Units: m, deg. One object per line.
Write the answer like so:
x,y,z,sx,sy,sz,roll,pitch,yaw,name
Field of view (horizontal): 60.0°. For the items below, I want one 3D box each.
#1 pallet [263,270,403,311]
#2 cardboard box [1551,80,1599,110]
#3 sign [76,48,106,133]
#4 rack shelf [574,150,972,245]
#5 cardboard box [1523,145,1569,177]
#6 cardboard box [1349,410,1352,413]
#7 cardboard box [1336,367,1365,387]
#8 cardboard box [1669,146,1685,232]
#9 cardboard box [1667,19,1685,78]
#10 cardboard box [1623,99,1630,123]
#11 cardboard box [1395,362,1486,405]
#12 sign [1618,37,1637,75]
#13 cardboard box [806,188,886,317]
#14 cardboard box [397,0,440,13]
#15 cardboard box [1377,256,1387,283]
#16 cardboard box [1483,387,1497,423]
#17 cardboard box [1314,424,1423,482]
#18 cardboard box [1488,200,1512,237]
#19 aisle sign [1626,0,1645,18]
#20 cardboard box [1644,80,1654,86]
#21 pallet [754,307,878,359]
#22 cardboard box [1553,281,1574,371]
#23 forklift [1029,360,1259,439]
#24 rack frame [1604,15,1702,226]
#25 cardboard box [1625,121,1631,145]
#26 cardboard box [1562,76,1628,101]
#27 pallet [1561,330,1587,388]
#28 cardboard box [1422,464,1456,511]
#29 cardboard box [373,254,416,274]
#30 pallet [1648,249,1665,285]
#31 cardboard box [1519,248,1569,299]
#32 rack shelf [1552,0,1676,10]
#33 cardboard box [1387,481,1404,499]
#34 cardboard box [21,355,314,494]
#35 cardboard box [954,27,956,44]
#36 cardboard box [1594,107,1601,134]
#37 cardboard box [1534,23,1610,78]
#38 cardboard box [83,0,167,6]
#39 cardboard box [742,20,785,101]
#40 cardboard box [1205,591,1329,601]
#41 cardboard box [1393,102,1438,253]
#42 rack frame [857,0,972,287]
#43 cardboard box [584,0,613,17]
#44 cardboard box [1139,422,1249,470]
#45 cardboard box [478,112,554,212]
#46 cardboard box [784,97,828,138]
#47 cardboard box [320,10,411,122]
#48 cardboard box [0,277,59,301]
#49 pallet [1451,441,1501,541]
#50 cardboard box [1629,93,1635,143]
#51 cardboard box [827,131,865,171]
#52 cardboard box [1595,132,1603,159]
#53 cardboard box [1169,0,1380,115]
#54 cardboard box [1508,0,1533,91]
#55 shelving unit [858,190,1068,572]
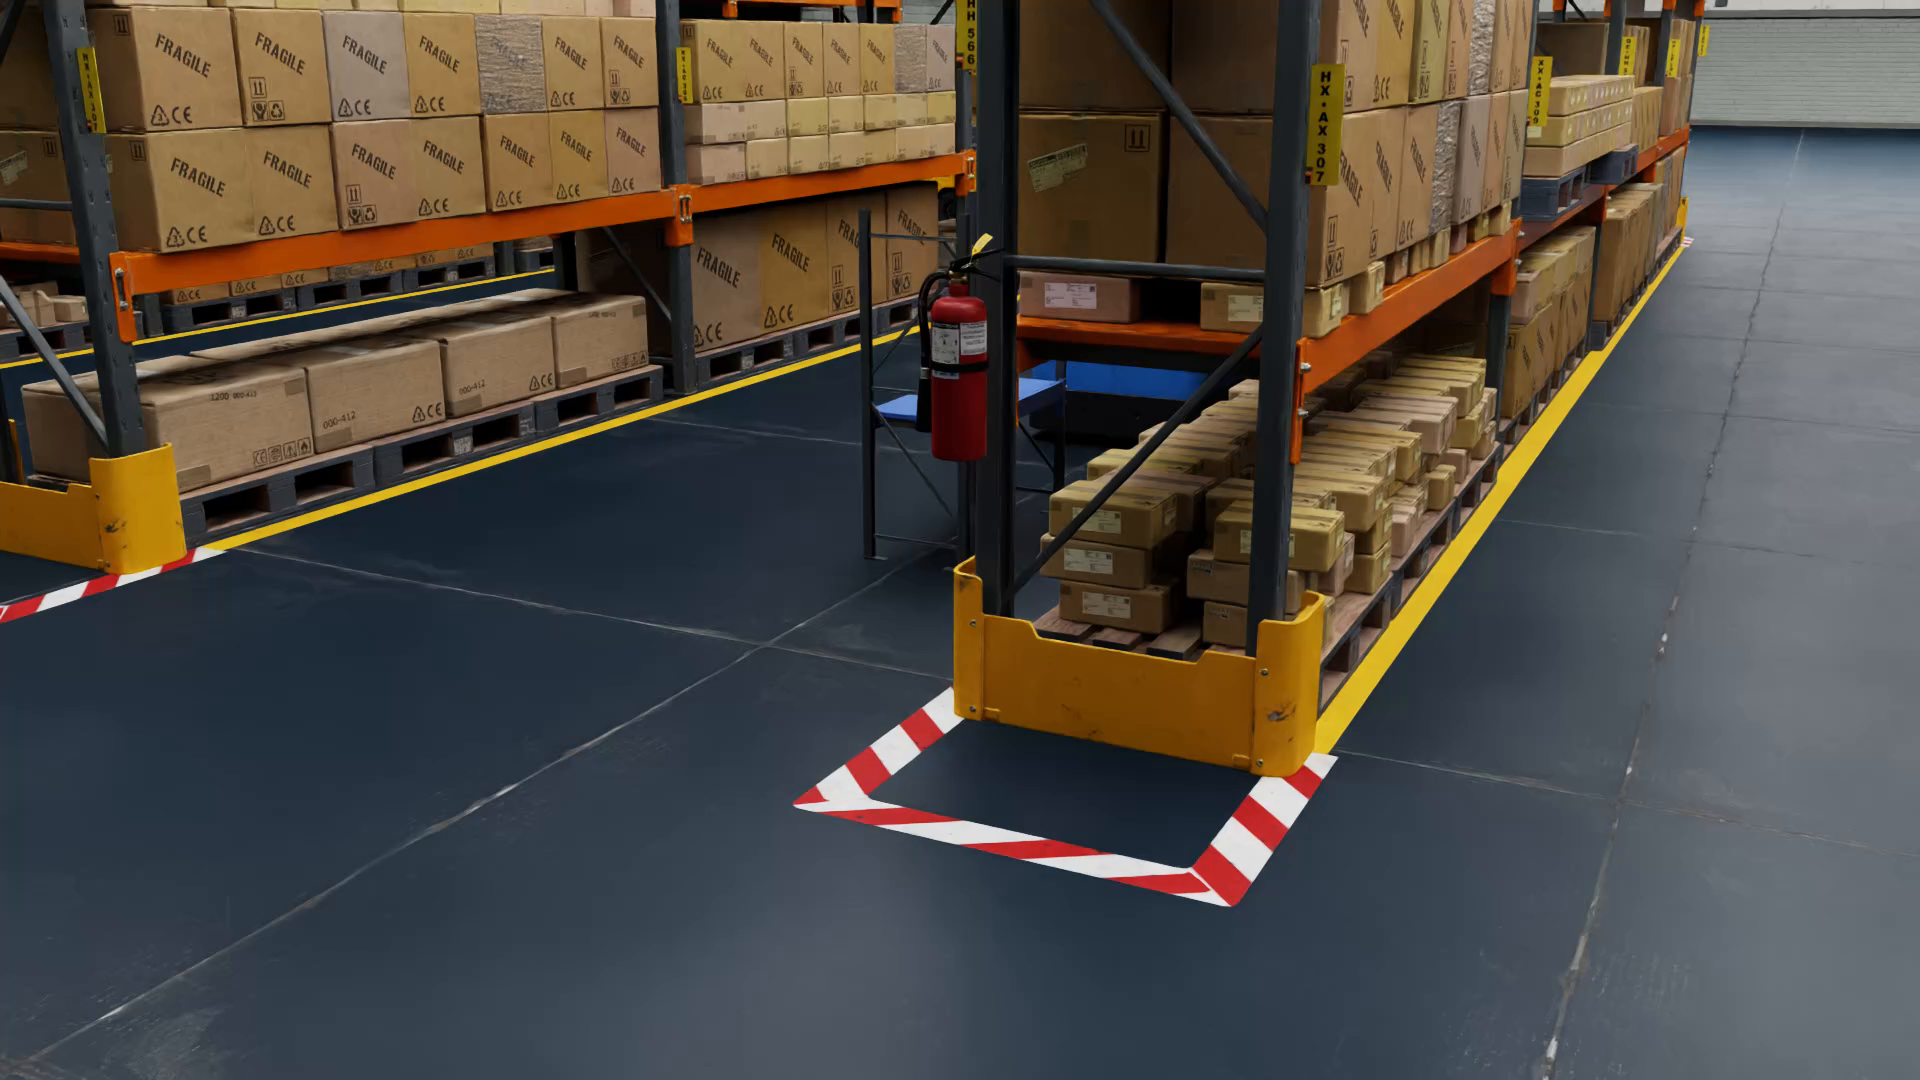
-5.732,-2.244,14.709,1.003,0.211,1.213,8,18,25,pallet
3.361,-2.496,9.317,0.380,0.149,0.250,8,18,25,cardboard box
-3.457,-1.788,6.618,0.100,0.325,0.005,8,18,25,sign
-1.270,-2.591,12.243,1.077,0.370,4.000,8,18,25,rack shelf
2.897,-1.945,8.508,0.380,0.149,0.250,7,18,23,cardboard box
1.629,-0.537,7.811,0.380,0.149,0.250,7,18,23,cardboard box
1.726,-0.748,7.997,0.380,0.149,0.250,8,18,25,cardboard box
7.428,-3.881,18.315,0.875,0.875,0.875,8,18,26,cardboard box
6.586,-4.814,16.305,0.875,0.550,0.550,8,18,25,cardboard box
4.166,-2.813,10.907,0.380,0.149,0.250,9,19,27,cardboard box
2.305,-0.748,8.000,0.380,0.149,0.250,8,18,26,cardboard box
4.587,-3.292,11.444,0.100,0.325,0.005,8,18,25,sign
-1.162,-2.236,12.778,0.875,0.875,0.875,8,18,26,cardboard box
-2.814,-2.691,8.244,0.380,0.149,0.250,8,18,24,cardboard box
1.342,-1.005,6.081,0.380,0.149,0.250,8,18,25,cardboard box
2.454,-0.679,8.289,0.380,0.149,0.250,9,19,26,cardboard box
1.631,-0.351,6.664,0.380,0.149,0.250,8,19,26,cardboard box
2.374,-1.520,7.815,0.380,0.149,0.250,8,18,24,cardboard box
7.435,-6.181,18.502,0.394,0.787,0.004,8,18,25,aisle sign
6.039,-4.027,15.552,0.875,0.550,0.550,8,18,25,cardboard box
-1.342,-1.608,12.566,1.003,0.211,1.213,8,18,25,pallet
3.580,-1.375,10.538,0.500,0.500,0.500,7,18,23,cardboard box
1.480,-2.297,10.111,1.130,2.935,3.031,8,18,24,forklift
7.672,-4.879,18.683,1.000,3.000,0.127,8,18,25,rack frame
4.288,-2.738,11.178,0.380,0.149,0.250,8,19,26,cardboard box
4.057,-2.894,10.657,0.380,0.149,0.250,9,19,27,cardboard box
3.747,-1.306,11.549,1.003,0.211,1.213,8,18,25,pallet
1.977,-0.250,7.368,0.380,0.149,0.250,8,18,25,cardboard box
-5.280,-2.684,14.945,0.500,0.500,0.500,9,19,28,cardboard box
6.294,-2.707,16.268,1.003,0.211,1.213,8,18,25,pallet
3.344,-1.605,9.995,0.500,0.250,0.500,9,19,27,cardboard box
4.991,-4.444,13.212,1.077,0.370,4.000,8,18,25,rack shelf
1.648,-0.291,6.982,0.380,0.149,0.250,9,19,28,cardboard box
-3.746,-0.561,7.909,0.875,0.438,0.875,7,18,24,cardboard box
0.102,-4.601,15.171,0.380,0.149,0.250,7,18,23,cardboard box
3.479,-2.422,9.593,0.380,0.149,0.250,8,18,24,cardboard box
4.307,-3.482,12.046,0.700,0.500,0.500,8,18,25,cardboard box
-3.545,-2.301,6.932,0.380,0.149,0.250,9,19,27,cardboard box
-1.507,-3.162,10.971,0.500,0.500,0.500,8,18,25,cardboard box
1.087,0.192,5.879,0.380,0.149,0.250,8,18,25,cardboard box
1.417,-1.336,6.056,0.500,0.500,0.500,8,18,26,cardboard box
-0.376,-3.445,13.856,1.000,3.000,0.127,8,18,25,rack frame
-2.231,-3.092,9.596,0.380,0.149,0.250,9,19,27,cardboard box
0.941,-0.363,6.702,0.380,0.149,0.250,9,19,27,cardboard box
-2.579,-2.062,9.023,0.500,0.500,0.500,8,18,25,cardboard box
-1.258,-2.932,11.512,0.500,0.250,0.500,8,18,26,cardboard box
-3.034,-2.285,8.019,0.500,0.500,0.500,8,18,25,cardboard box
-7.112,-1.831,12.406,0.500,0.311,0.500,9,19,27,cardboard box
2.041,-0.310,8.198,1.003,0.211,1.213,8,18,25,pallet
4.764,-3.099,12.514,0.500,0.500,0.500,8,18,25,cardboard box
-1.026,-2.820,12.013,0.500,0.250,0.500,8,18,24,cardboard box
3.591,-2.342,9.845,0.380,0.149,0.250,7,18,23,cardboard box
0.961,-1.554,5.034,0.500,0.500,0.500,8,18,25,cardboard box
2.342,-2.338,7.674,0.500,0.500,0.500,7,18,23,cardboard box
0.038,-0.741,7.384,0.538,1.500,1.048,8,18,25,shelving unit
